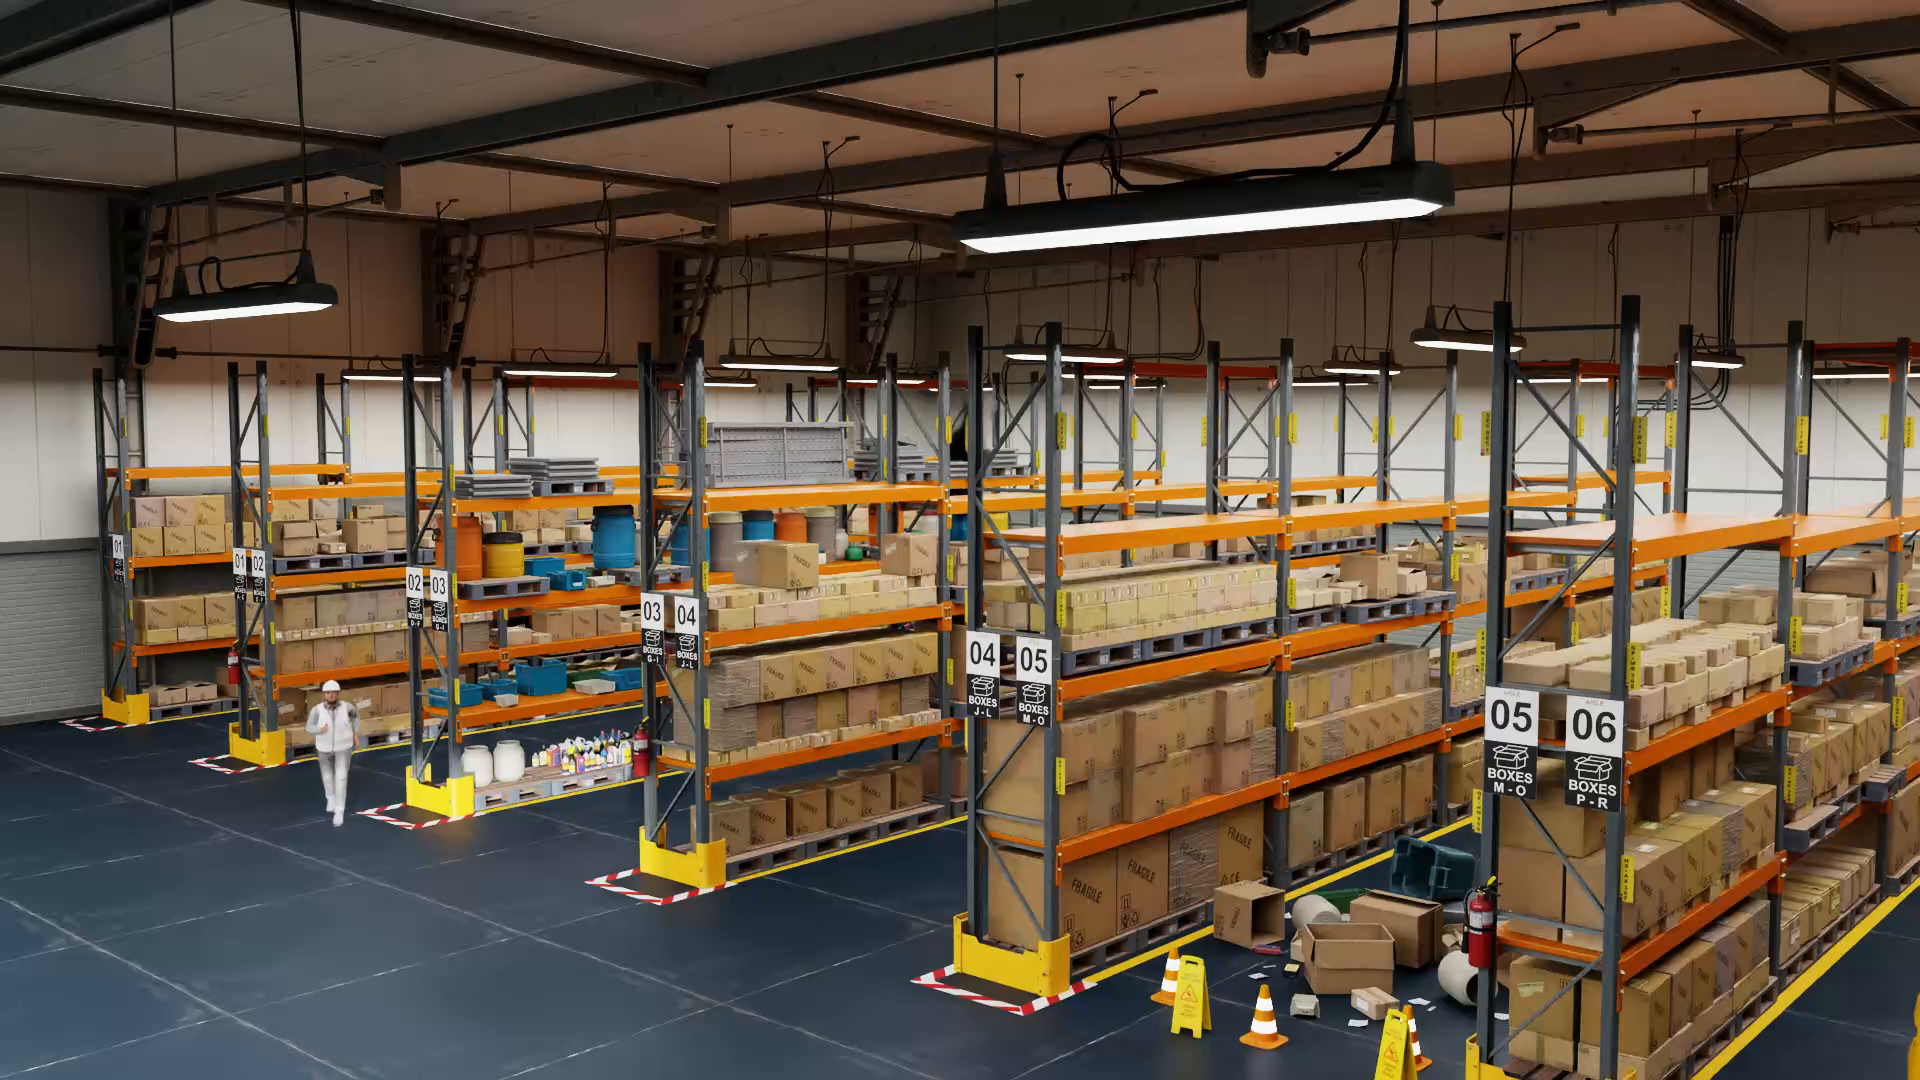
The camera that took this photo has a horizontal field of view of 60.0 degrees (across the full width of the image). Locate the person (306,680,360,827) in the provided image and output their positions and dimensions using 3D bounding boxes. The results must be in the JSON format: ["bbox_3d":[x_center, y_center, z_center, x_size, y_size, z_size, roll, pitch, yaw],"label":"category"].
[{"bbox_3d":[-8.042,2.689,21.347,0.636,1.804,0.907,-1,4,-16],"label":"person"}]

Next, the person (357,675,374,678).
[{"bbox_3d":[-10.069,2.318,27.964,0.533,1.561,0.576,3,5,36],"label":"person"}]

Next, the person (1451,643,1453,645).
[{"bbox_3d":[7.780,2.412,26.274,0.558,1.614,0.885,3,5,36],"label":"person"}]

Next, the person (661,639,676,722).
[{"bbox_3d":[-4.820,2.271,28.030,0.558,1.625,0.620,2,5,21],"label":"person"}]
